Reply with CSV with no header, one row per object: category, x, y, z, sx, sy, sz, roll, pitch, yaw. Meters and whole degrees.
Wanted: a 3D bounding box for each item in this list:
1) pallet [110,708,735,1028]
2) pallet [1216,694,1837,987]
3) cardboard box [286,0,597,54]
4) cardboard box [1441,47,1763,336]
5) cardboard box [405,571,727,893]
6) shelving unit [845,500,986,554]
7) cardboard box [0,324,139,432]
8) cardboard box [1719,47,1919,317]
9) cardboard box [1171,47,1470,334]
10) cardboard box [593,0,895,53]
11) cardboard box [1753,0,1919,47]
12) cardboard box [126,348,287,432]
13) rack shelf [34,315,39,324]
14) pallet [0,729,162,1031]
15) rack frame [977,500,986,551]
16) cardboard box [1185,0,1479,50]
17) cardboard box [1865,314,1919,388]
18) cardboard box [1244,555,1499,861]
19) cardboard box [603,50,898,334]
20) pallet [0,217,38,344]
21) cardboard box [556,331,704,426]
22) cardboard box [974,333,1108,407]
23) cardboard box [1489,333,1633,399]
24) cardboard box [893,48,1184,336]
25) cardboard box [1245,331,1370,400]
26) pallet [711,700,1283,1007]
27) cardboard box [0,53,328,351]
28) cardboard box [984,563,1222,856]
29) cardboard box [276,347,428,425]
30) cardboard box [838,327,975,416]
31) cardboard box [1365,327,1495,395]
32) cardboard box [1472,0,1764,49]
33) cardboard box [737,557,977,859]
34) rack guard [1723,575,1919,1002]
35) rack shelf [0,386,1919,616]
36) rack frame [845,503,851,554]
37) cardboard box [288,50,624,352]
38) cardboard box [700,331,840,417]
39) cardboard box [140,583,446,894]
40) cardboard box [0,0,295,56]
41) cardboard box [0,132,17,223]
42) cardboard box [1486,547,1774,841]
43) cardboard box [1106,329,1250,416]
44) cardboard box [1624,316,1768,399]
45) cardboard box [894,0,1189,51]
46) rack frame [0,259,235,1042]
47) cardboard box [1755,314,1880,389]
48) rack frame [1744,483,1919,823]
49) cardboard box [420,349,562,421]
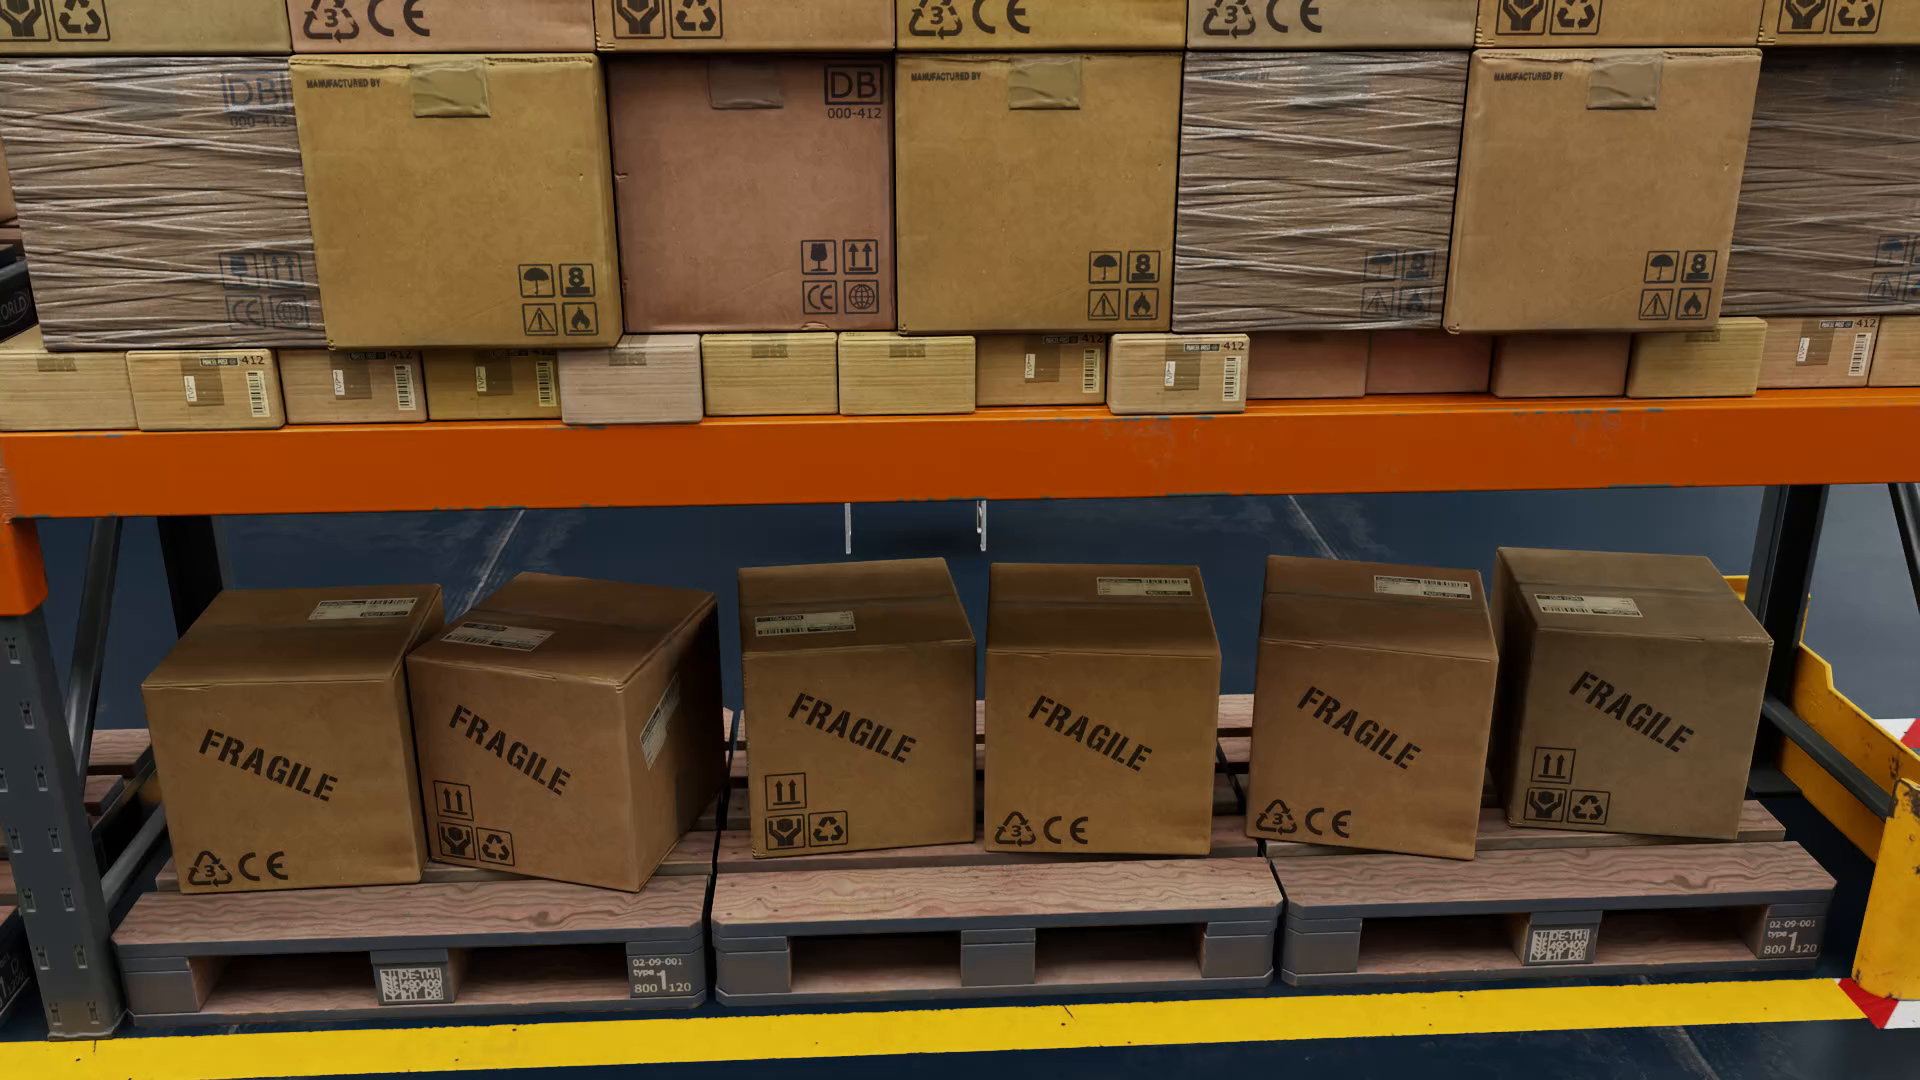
pallet,-1.167,0.727,3.914,1.213,0.211,1.003,-1,21,-3
pallet,1.269,0.678,4.044,1.213,0.211,1.003,-1,21,-3
cardboard box,-0.873,-1.132,2.916,0.500,0.500,0.500,-1,21,-3
cardboard box,1.115,-0.763,3.350,0.500,0.500,0.875,-1,21,-3
cardboard box,-0.863,0.414,3.741,0.500,0.500,0.500,5,22,14
shelving unit,-0.165,-0.557,5.899,0.503,1.200,0.258,-1,21,-3
cardboard box,-1.604,-0.330,3.125,0.250,0.149,0.380,-1,21,-3
cardboard box,1.607,-0.815,3.488,0.500,0.500,0.875,-1,21,-3
cardboard box,0.613,-0.768,3.363,0.500,0.500,0.875,-1,21,-3
cardboard box,-0.374,-1.142,2.942,0.500,0.500,0.500,-1,21,-3
cardboard box,1.623,-1.185,3.054,0.500,0.500,0.500,-1,21,-3
cardboard box,-1.354,-0.330,3.126,0.250,0.149,0.380,-1,21,-3
rack shelf,-3.832,-0.173,3.371,4.000,0.370,1.077,-1,21,-3
pallet,-2.613,0.770,3.803,1.213,0.211,1.003,-1,21,-3
rack frame,0.078,-0.562,5.912,0.015,1.200,0.240,-1,21,-3
cardboard box,0.625,-1.164,2.998,0.500,0.500,0.500,-1,21,-3
cardboard box,1.885,-0.435,3.400,0.250,0.149,0.380,-1,21,-3
cardboard box,0.939,0.372,3.851,0.500,0.500,0.500,4,21,11
cardboard box,-0.388,-0.766,3.359,0.500,0.500,0.875,-1,21,-3
pallet,-2.607,-0.496,3.478,1.213,0.211,1.003,-1,21,-3
cardboard box,-0.605,-0.344,3.162,0.250,0.149,0.380,-1,21,-3
cardboard box,0.140,-0.386,3.273,0.250,0.149,0.380,-1,21,-3
cardboard box,1.138,-0.407,3.327,0.250,0.149,0.380,-1,21,-3
cardboard box,0.113,-0.762,3.348,0.500,0.500,0.875,-1,21,-3
cardboard box,0.638,-0.403,3.318,0.250,0.149,0.380,-1,21,-3
pallet,0.054,0.701,3.982,1.213,0.211,1.003,-1,21,-3
cardboard box,-1.383,-0.723,3.245,0.500,0.500,0.875,-1,21,-3
cardboard box,0.312,0.378,3.835,0.500,0.500,0.500,1,21,2
cardboard box,-1.106,-0.345,3.165,0.250,0.149,0.380,-1,21,-3
cardboard box,-0.107,-0.365,3.217,0.250,0.149,0.380,-1,21,-3
cardboard box,0.886,-0.416,3.352,0.250,0.149,0.380,-1,21,-3
cardboard box,1.124,-1.173,3.022,0.500,0.500,0.500,-1,21,-3
cardboard box,-0.247,0.373,3.847,0.500,0.500,0.500,-3,21,-8
rack guard,2.082,0.539,4.003,0.348,0.500,1.175,-1,21,-3
rack shelf,0.161,-0.254,3.584,4.000,0.370,1.077,-1,21,-3
rack frame,-0.409,-0.552,5.886,0.015,1.200,0.240,-1,21,-3
cardboard box,-0.882,-0.720,3.239,0.500,0.500,0.875,-1,21,-3
cardboard box,-0.357,-0.364,3.214,0.250,0.149,0.380,-1,21,-3
cardboard box,-1.434,0.428,3.703,0.500,0.500,0.500,-2,21,-5
cardboard box,-1.372,-1.122,2.888,0.500,0.500,0.500,-1,21,-3
cardboard box,-2.637,-1.060,3.256,1.000,1.000,1.000,-1,21,-3
cardboard box,1.533,0.348,3.915,0.500,0.500,0.500,3,21,7
cardboard box,0.393,-0.367,3.222,0.250,0.149,0.380,-1,21,-3
cardboard box,1.389,-0.406,3.325,0.250,0.149,0.380,-1,21,-3
cardboard box,0.125,-1.156,2.979,0.500,0.500,0.500,-1,21,-3
rack frame,-1.836,-0.550,3.349,0.127,3.000,1.000,-1,21,-3
cardboard box,1.635,-0.430,3.387,0.250,0.149,0.380,-1,21,-3
rack frame,2.158,-0.631,3.563,0.127,3.000,1.000,-1,21,-3
cardboard box,-0.856,-0.354,3.187,0.250,0.149,0.380,-1,21,-3
